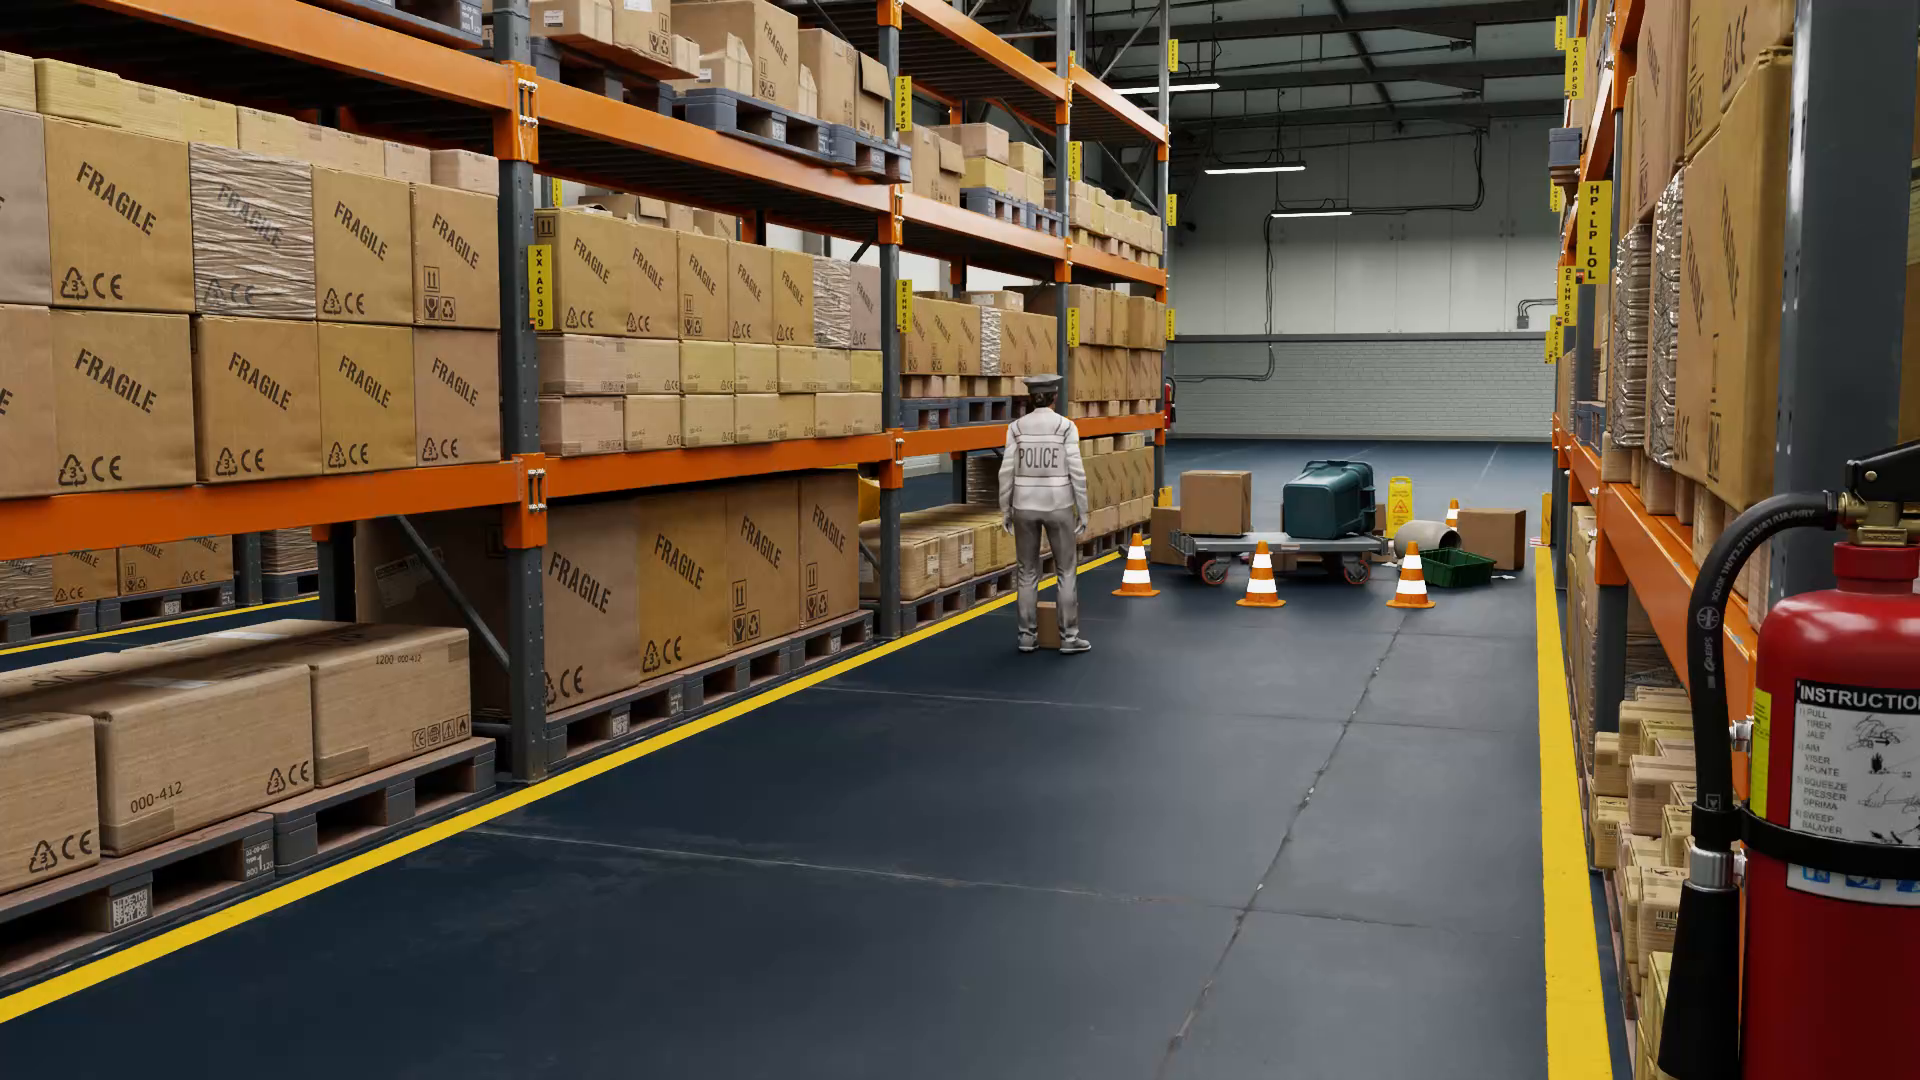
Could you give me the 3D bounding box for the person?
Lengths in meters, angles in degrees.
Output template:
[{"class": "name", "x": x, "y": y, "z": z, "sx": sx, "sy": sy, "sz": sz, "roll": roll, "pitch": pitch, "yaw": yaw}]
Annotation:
[{"class": "person", "x": 0.501, "y": -0.161, "z": 9.939, "sx": 0.547, "sy": 1.667, "sz": 0.369, "roll": 1, "pitch": 6, "yaw": 16}]
